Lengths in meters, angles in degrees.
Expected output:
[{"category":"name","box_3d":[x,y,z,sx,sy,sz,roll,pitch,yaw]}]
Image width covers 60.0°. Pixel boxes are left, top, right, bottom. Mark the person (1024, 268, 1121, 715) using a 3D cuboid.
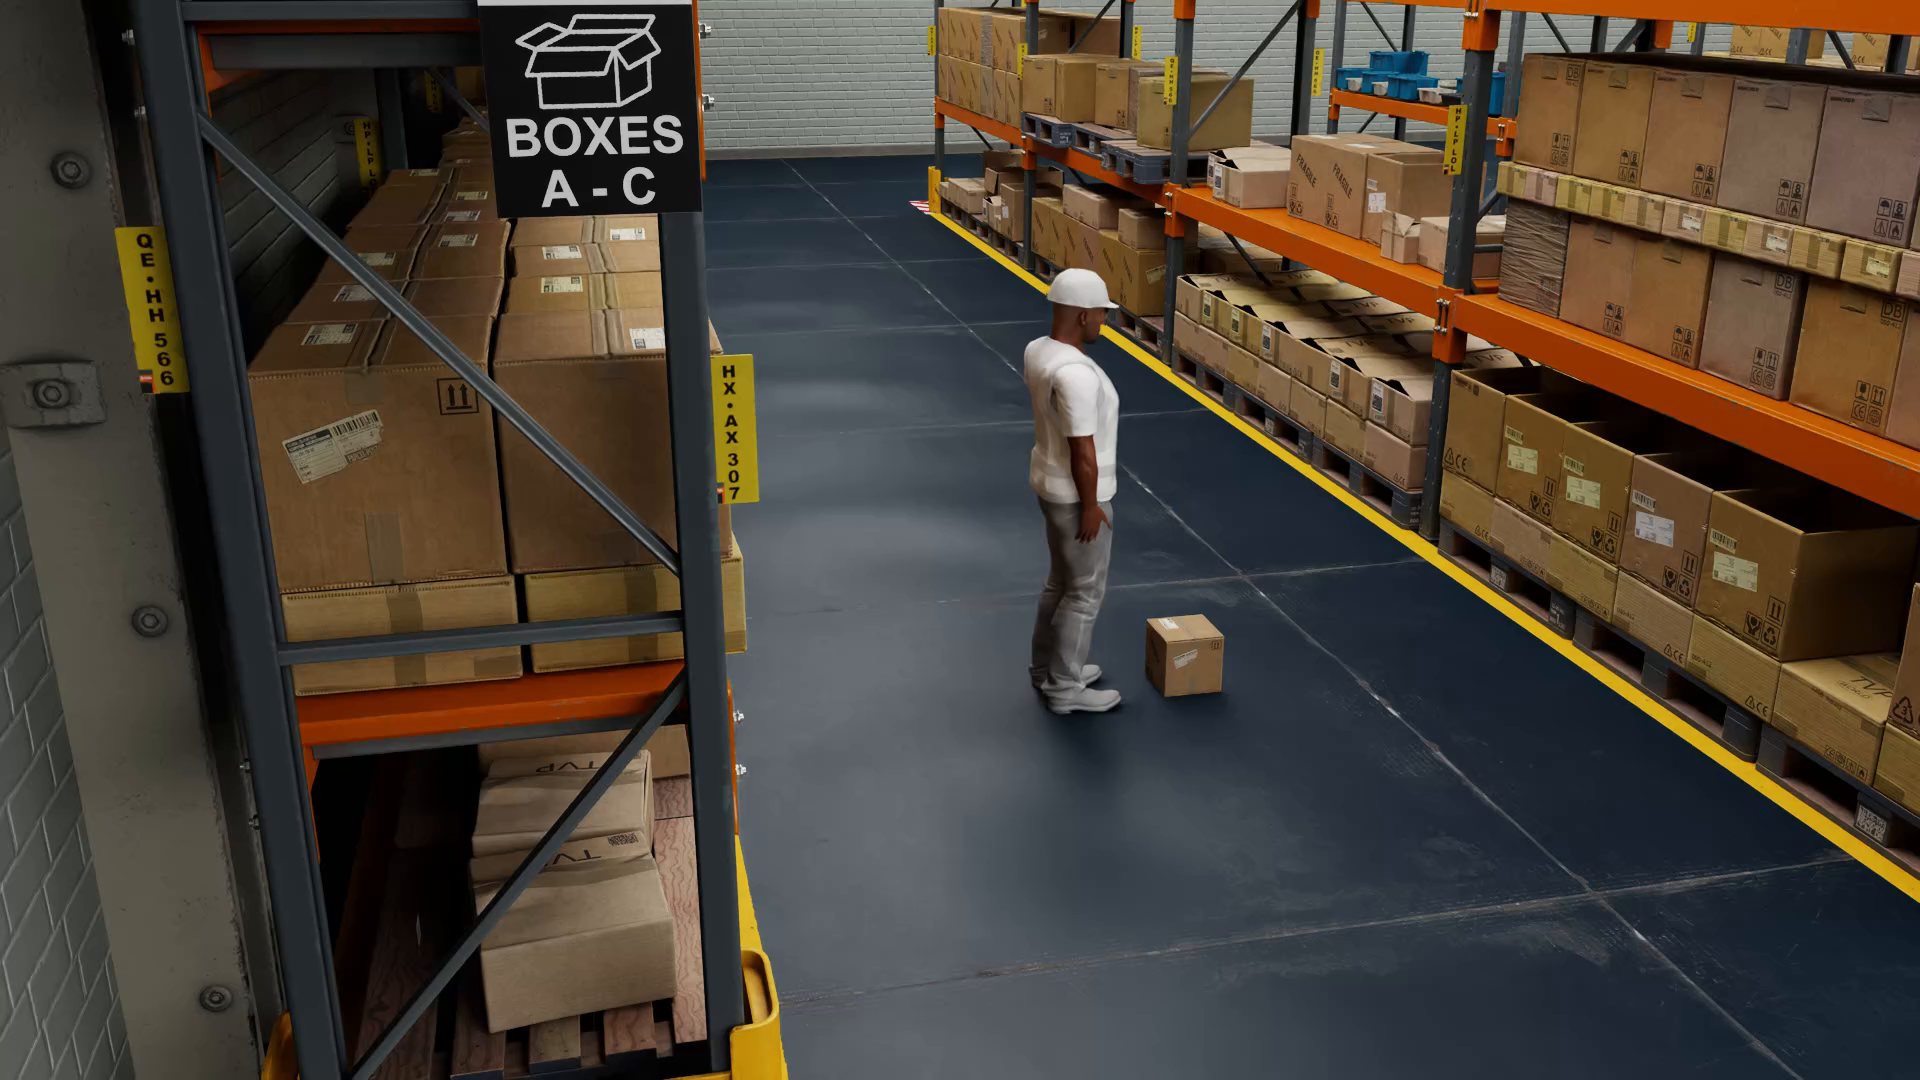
[{"category":"person","box_3d":[0.446,-0.198,6.597,0.362,1.761,0.566,-4,20,-11]}]
